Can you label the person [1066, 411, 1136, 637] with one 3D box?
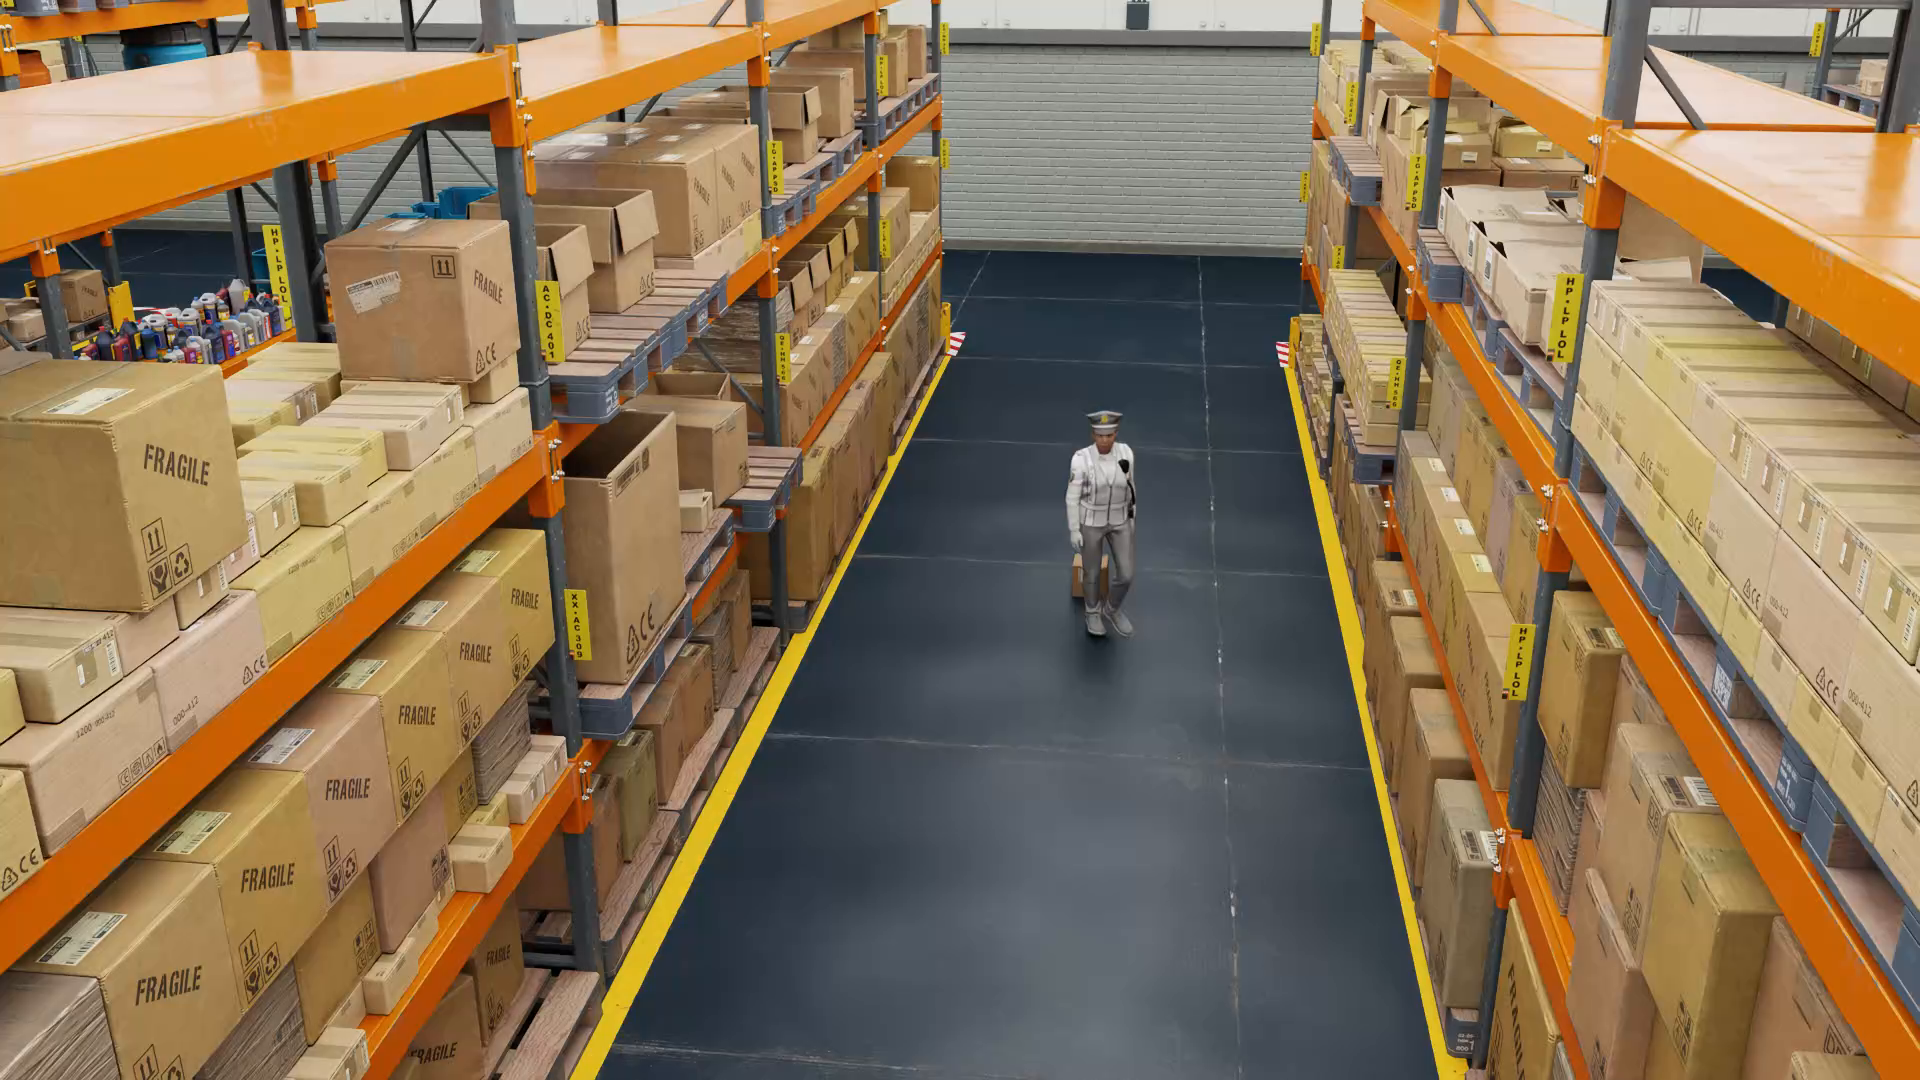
[{"bbox_3d":[0.963,-0.114,11.303,0.513,1.660,0.483,-3,22,-8],"label":"person"}]
